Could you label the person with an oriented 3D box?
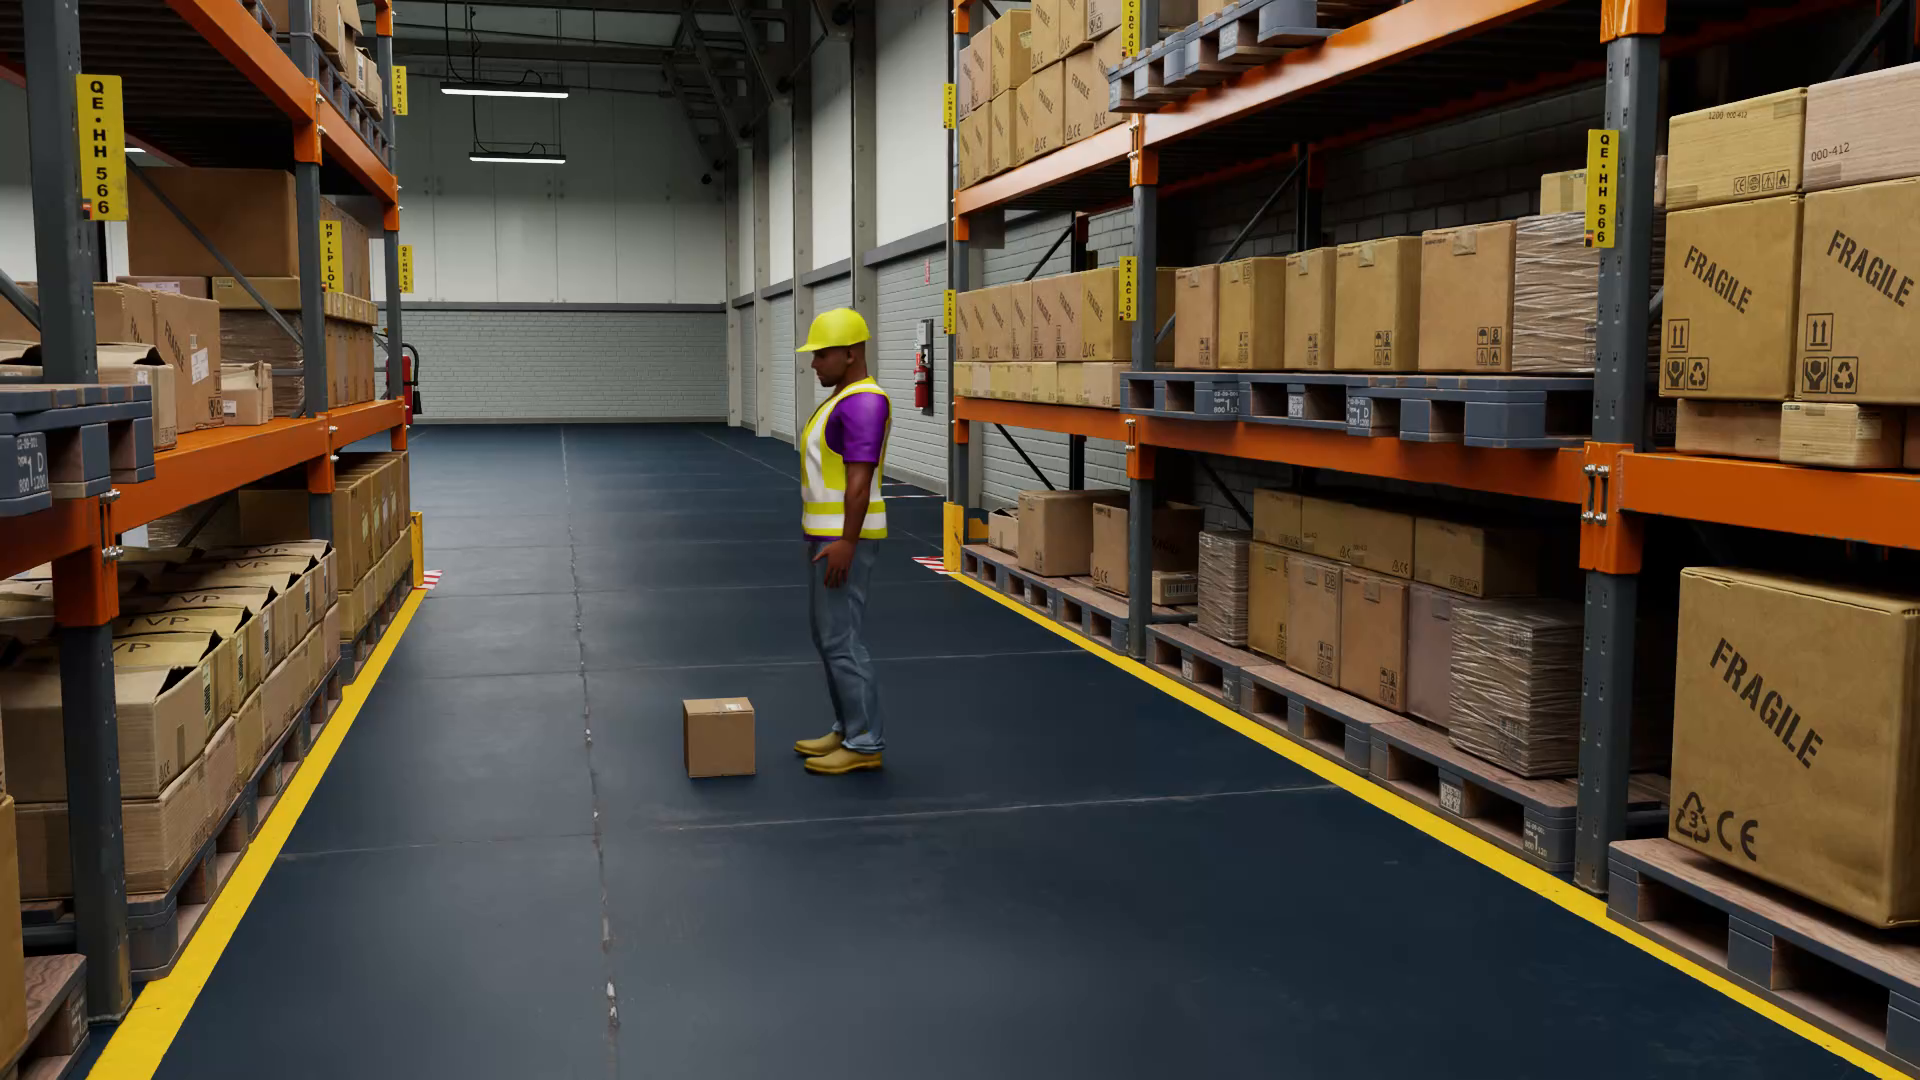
[{"bbox_3d":[-0.449,-0.005,6.404,0.364,1.763,0.567,-1,6,-13],"label":"person"}]
